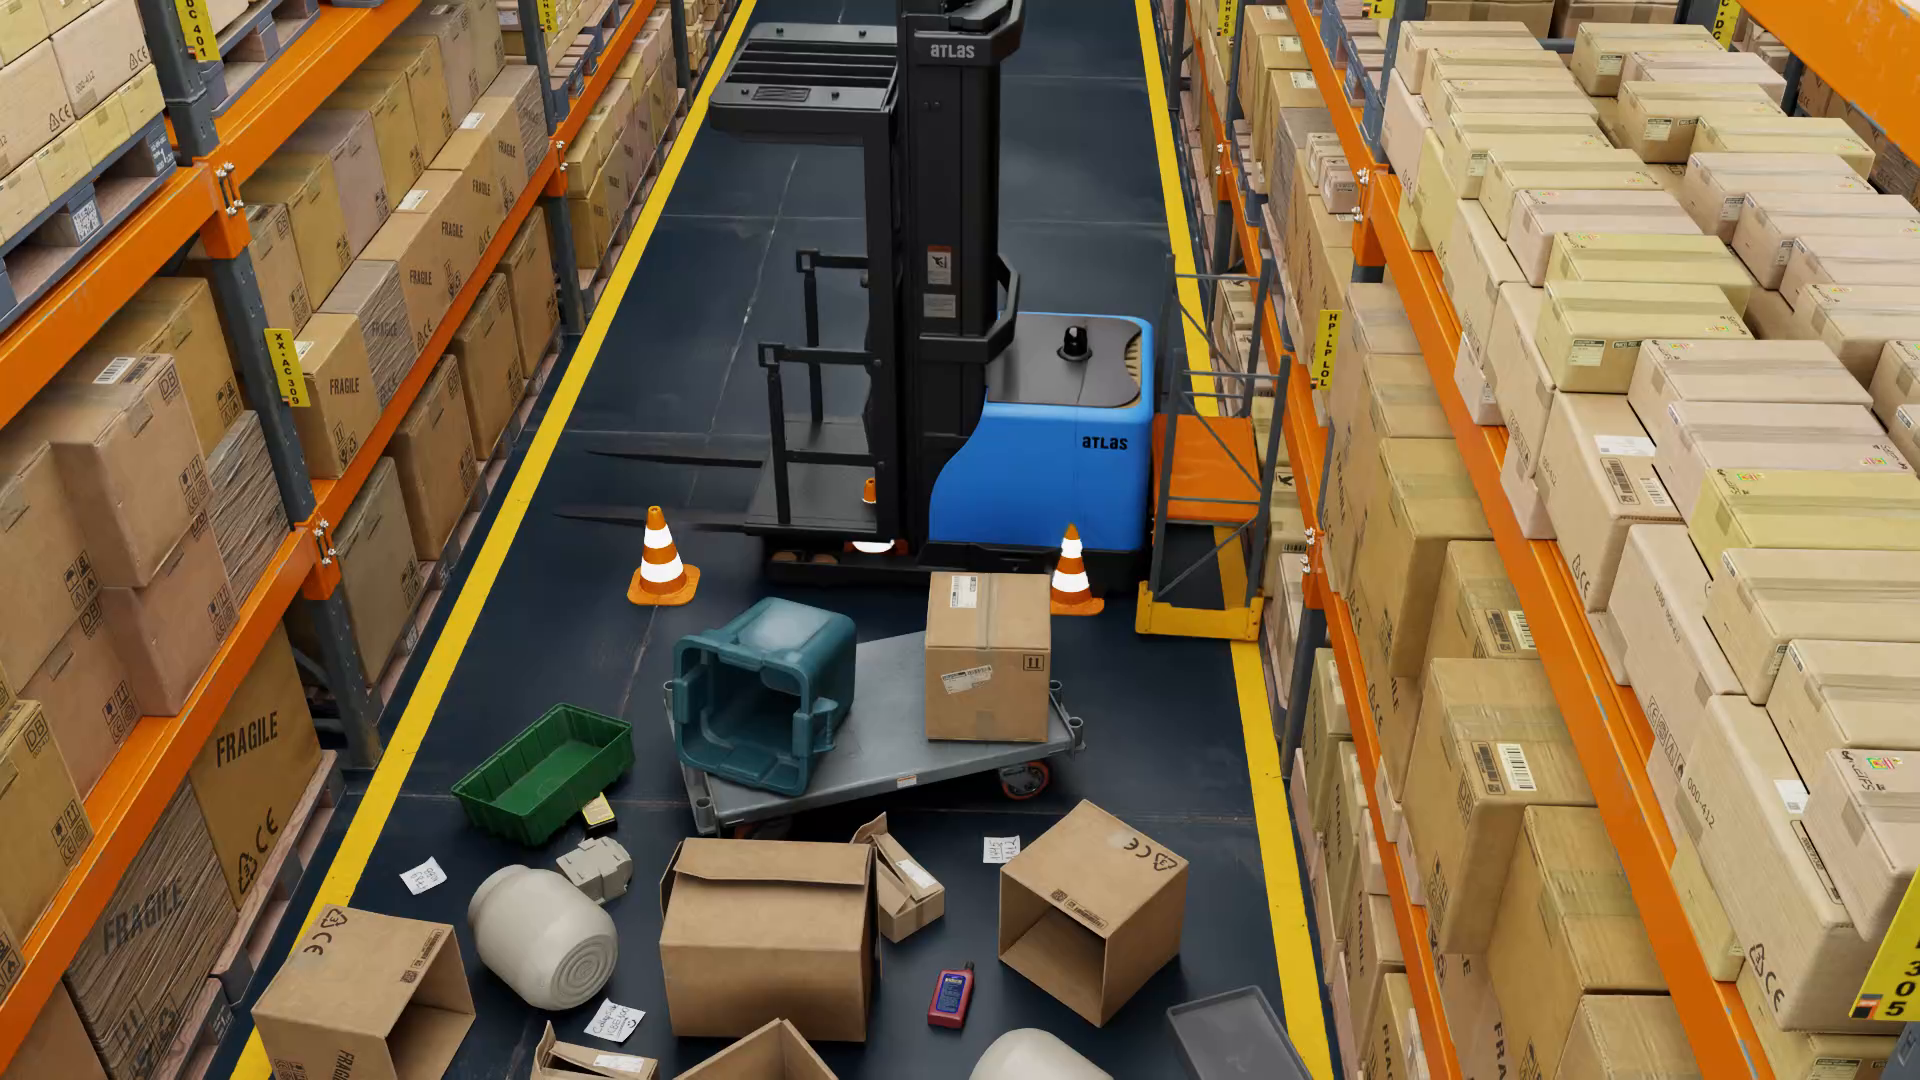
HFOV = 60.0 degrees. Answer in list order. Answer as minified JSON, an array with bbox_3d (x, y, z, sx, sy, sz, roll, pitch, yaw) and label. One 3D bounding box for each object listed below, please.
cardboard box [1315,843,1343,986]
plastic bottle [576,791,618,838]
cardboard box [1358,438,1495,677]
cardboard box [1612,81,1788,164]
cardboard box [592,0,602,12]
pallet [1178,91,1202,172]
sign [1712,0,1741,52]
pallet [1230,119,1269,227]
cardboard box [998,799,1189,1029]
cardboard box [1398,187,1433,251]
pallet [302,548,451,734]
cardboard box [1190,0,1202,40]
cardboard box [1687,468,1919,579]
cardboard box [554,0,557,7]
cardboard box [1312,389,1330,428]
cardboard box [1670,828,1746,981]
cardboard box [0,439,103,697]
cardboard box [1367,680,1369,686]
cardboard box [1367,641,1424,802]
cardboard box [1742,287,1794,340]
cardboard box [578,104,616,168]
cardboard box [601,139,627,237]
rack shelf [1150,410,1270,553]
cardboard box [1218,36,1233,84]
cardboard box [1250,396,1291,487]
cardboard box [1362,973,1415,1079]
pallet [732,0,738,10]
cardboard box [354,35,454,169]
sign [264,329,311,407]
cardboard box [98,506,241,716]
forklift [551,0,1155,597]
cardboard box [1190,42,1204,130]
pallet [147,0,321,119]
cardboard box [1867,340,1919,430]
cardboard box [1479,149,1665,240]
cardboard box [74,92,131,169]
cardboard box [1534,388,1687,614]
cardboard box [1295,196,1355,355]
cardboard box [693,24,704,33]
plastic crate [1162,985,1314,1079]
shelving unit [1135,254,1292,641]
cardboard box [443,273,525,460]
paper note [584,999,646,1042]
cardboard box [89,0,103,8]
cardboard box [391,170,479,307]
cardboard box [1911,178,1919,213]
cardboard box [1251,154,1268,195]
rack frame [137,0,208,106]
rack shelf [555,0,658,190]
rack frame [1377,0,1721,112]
[{"bbox_3d":[1.596,1.386,6.140,0.500,0.250,0.500,3,35,5],"label":"cardboard box"},{"bbox_3d":[-1.554,1.133,7.030,0.133,0.061,0.283,-17,38,-22],"label":"plastic bottle"},{"bbox_3d":[1.575,0.051,4.800,0.700,0.500,0.500,1,35,1],"label":"cardboard box"},{"bbox_3d":[2.071,-1.171,4.670,0.380,0.149,0.250,2,35,3],"label":"cardboard box"},{"bbox_3d":[-2.619,-3.644,11.125,0.380,0.149,0.250,2,35,3],"label":"cardboard box"},{"bbox_3d":[2.265,-3.217,13.089,1.003,0.211,1.213,1,35,2],"label":"pallet"},{"bbox_3d":[2.442,-1.637,5.358,0.100,0.325,0.005,1,35,2],"label":"sign"},{"bbox_3d":[2.138,-2.014,9.120,1.213,0.211,1.003,1,35,2],"label":"pallet"},{"bbox_3d":[0.497,1.399,6.267,0.500,0.500,0.500,28,44,33],"label":"cardboard box"},{"bbox_3d":[1.573,-1.008,5.131,0.380,0.149,0.250,1,35,2],"label":"cardboard box"},{"bbox_3d":[-3.095,0.433,7.896,1.003,0.211,1.213,1,35,2],"label":"pallet"},{"bbox_3d":[1.854,-3.616,11.363,0.500,0.250,0.500,1,35,1],"label":"cardboard box"},{"bbox_3d":[1.559,0.001,3.002,0.380,0.149,0.250,2,35,2],"label":"cardboard box"},{"bbox_3d":[-2.670,-3.289,10.102,0.380,0.149,0.250,0,35,1],"label":"cardboard box"},{"bbox_3d":[1.644,-0.577,6.762,0.380,0.149,0.250,2,35,3],"label":"cardboard box"},{"bbox_3d":[1.451,0.612,2.826,0.380,0.149,0.250,2,35,2],"label":"cardboard box"},{"bbox_3d":[-3.165,0.071,4.916,0.875,0.550,0.550,1,35,2],"label":"cardboard box"},{"bbox_3d":[1.583,0.511,5.579,0.380,0.149,0.250,2,35,3],"label":"cardboard box"},{"bbox_3d":[1.573,0.454,5.095,0.500,0.500,0.500,1,35,1],"label":"cardboard box"},{"bbox_3d":[2.091,-0.359,3.861,0.500,0.250,0.500,2,35,3],"label":"cardboard box"},{"bbox_3d":[-2.600,-2.699,11.083,0.500,0.250,0.500,1,35,1],"label":"cardboard box"},{"bbox_3d":[-2.590,-2.399,11.310,0.500,0.500,0.500,2,35,2],"label":"cardboard box"},{"bbox_3d":[1.184,-0.303,8.075,0.538,0.185,1.000,4,33,3],"label":"rack shelf"},{"bbox_3d":[1.825,-2.932,9.954,0.500,0.250,0.500,1,35,2],"label":"cardboard box"},{"bbox_3d":[1.969,-0.417,8.601,0.950,0.372,0.625,2,35,3],"label":"cardboard box"},{"bbox_3d":[1.555,1.682,5.068,0.500,0.500,0.500,1,35,1],"label":"cardboard box"},{"bbox_3d":[-2.640,-5.507,16.347,1.003,0.211,1.213,1,35,2],"label":"pallet"},{"bbox_3d":[-2.956,-2.168,8.215,0.700,0.500,0.500,1,35,1],"label":"cardboard box"},{"bbox_3d":[-2.496,-0.637,6.172,0.100,0.325,0.005,1,35,2],"label":"sign"},{"bbox_3d":[-3.053,0.205,5.665,0.875,0.550,0.550,1,35,2],"label":"cardboard box"},{"bbox_3d":[-0.553,-1.262,7.942,3.031,2.935,1.130,3,35,4],"label":"forklift"},{"bbox_3d":[2.276,-3.747,12.901,0.875,0.875,0.875,2,35,3],"label":"cardboard box"},{"bbox_3d":[-3.063,-1.939,6.404,0.805,0.209,1.217,0,35,0],"label":"pallet"},{"bbox_3d":[2.113,-0.281,3.403,0.380,0.149,0.250,2,35,3],"label":"cardboard box"},{"bbox_3d":[1.563,-0.888,4.267,0.380,0.149,0.250,0,35,0],"label":"cardboard box"},{"bbox_3d":[-2.756,-1.238,5.007,0.380,0.149,0.250,2,35,3],"label":"cardboard box"},{"bbox_3d":[1.527,-0.083,3.468,0.500,0.250,0.500,2,35,3],"label":"cardboard box"},{"bbox_3d":[1.707,-1.096,6.936,0.500,0.500,0.500,2,35,2],"label":"cardboard box"},{"bbox_3d":[-2.425,-4.363,14.409,0.380,0.149,0.250,1,35,2],"label":"cardboard box"},{"bbox_3d":[1.017,1.871,5.964,0.402,0.080,0.583,-10,36,-14],"label":"plastic crate"},{"bbox_3d":[1.190,-0.458,7.984,0.587,1.500,1.083,4,33,3],"label":"shelving unit"},{"bbox_3d":[-3.036,-0.962,9.047,1.050,0.750,0.750,2,35,3],"label":"cardboard box"},{"bbox_3d":[-1.277,1.778,6.146,0.172,0.023,0.155,13,37,18],"label":"paper note"},{"bbox_3d":[-2.747,-1.709,4.982,0.380,0.149,0.250,1,35,1],"label":"cardboard box"},{"bbox_3d":[-2.698,-1.468,8.089,0.500,0.500,0.500,2,35,3],"label":"cardboard box"},{"bbox_3d":[6.871,-2.377,11.278,0.500,0.500,0.500,3,35,4],"label":"cardboard box"},{"bbox_3d":[1.727,-1.916,8.666,0.380,0.149,0.250,2,35,2],"label":"cardboard box"},{"bbox_3d":[-3.051,-2.717,4.736,1.000,3.000,0.127,1,35,2],"label":"rack frame"},{"bbox_3d":[-2.810,-3.416,11.573,1.077,0.370,4.000,1,35,2],"label":"rack shelf"},{"bbox_3d":[1.899,-2.661,4.656,1.000,3.000,0.127,1,35,2],"label":"rack frame"}]
